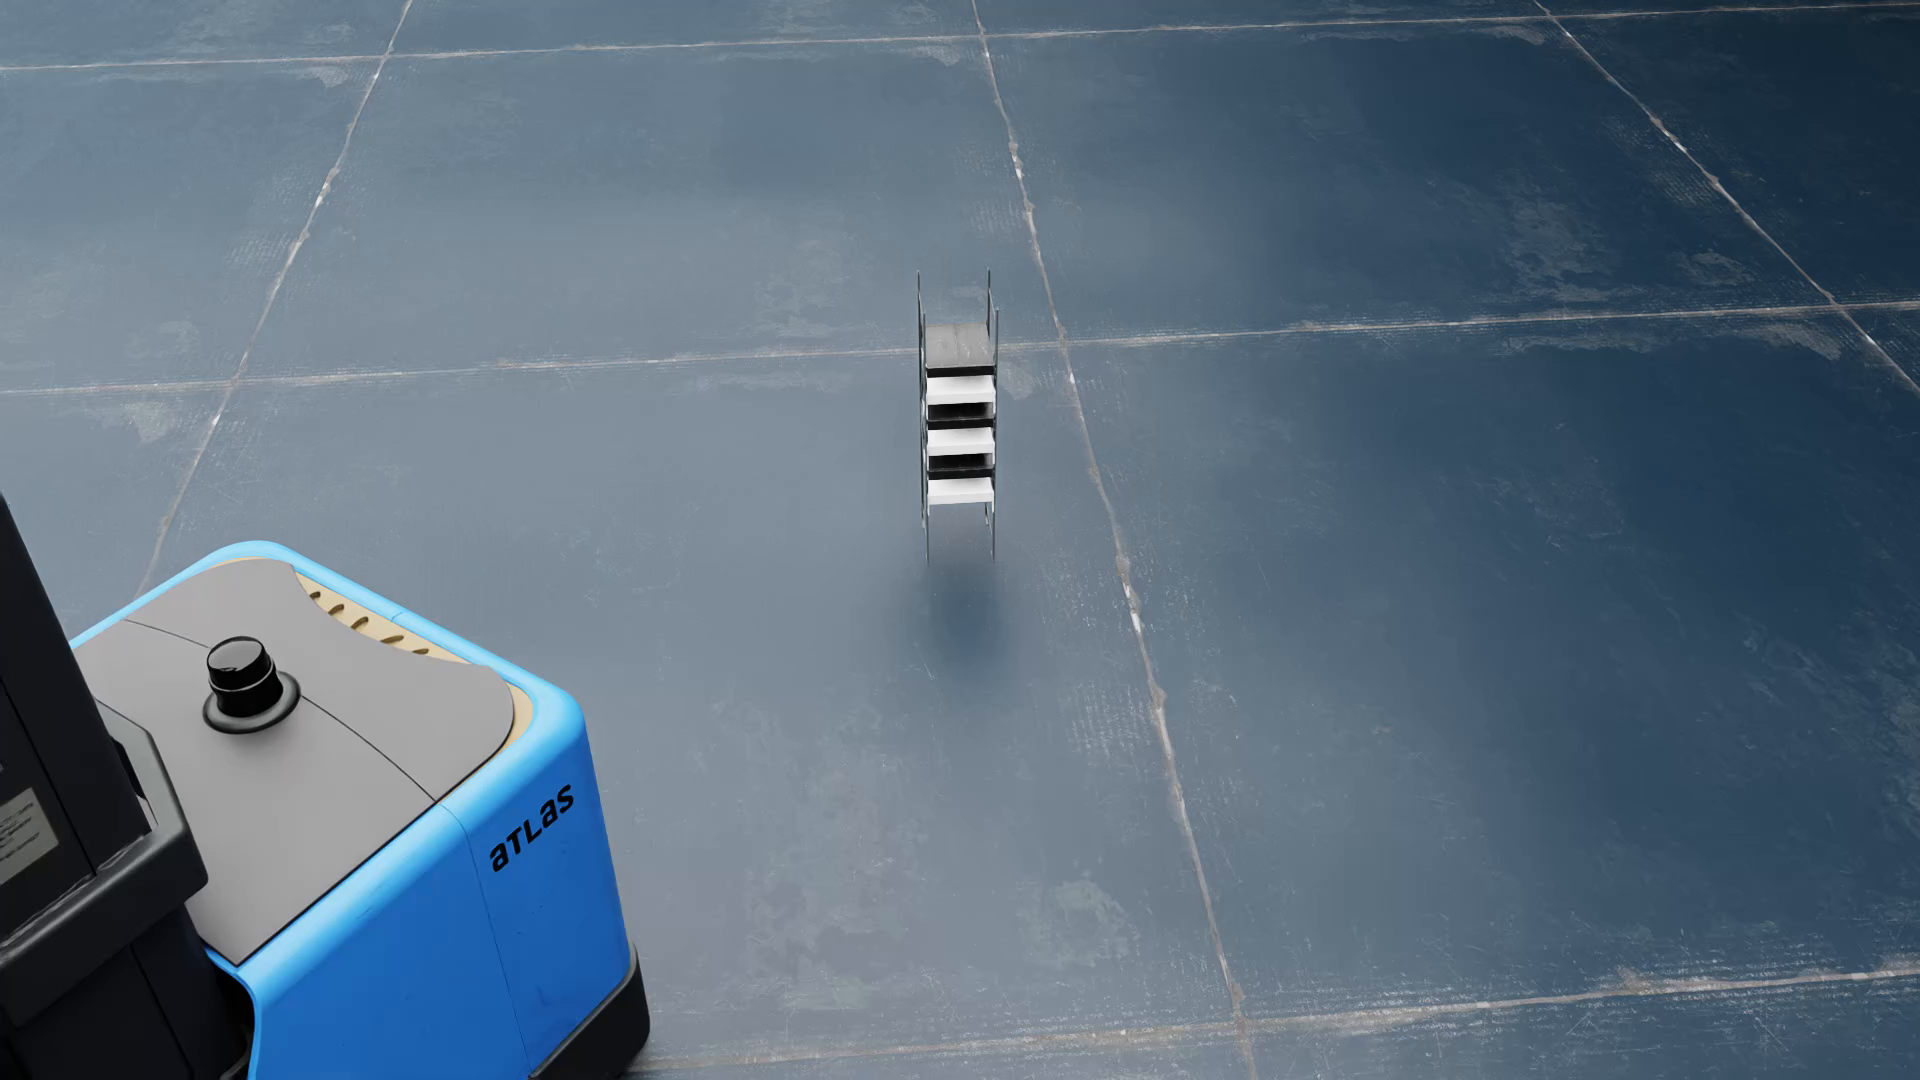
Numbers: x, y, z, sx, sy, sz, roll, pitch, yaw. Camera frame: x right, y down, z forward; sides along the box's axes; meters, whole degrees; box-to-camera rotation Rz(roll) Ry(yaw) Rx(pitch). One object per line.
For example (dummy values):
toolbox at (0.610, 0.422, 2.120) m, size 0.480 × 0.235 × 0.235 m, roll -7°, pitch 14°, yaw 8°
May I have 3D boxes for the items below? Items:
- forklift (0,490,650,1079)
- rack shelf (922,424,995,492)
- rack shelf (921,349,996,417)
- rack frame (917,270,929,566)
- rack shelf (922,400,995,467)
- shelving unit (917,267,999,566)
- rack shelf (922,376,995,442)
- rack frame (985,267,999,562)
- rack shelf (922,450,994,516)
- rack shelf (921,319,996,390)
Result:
forklift at (-1.924, 0.596, 2.128) m, size 1.130 × 2.935 × 3.031 m, roll 22°, pitch 43°, yaw 25°
rack shelf at (-0.008, -0.256, 5.047) m, size 0.200 × 0.077 × 0.258 m, roll -3°, pitch 38°, yaw -4°
rack shelf at (-0.008, -0.468, 4.880) m, size 0.200 × 0.077 × 0.258 m, roll -3°, pitch 38°, yaw -4°
rack frame at (-0.109, -0.347, 4.964) m, size 0.006 × 0.900 × 0.240 m, roll -3°, pitch 38°, yaw -4°
rack shelf at (-0.008, -0.327, 4.991) m, size 0.200 × 0.077 × 0.258 m, roll -3°, pitch 38°, yaw -4°
shelving unit at (-0.008, -0.353, 4.971) m, size 0.210 × 0.900 × 0.258 m, roll -3°, pitch 38°, yaw -4°
rack shelf at (-0.008, -0.397, 4.936) m, size 0.200 × 0.077 × 0.258 m, roll -3°, pitch 38°, yaw -4°
rack frame at (0.093, -0.358, 4.978) m, size 0.006 × 0.900 × 0.240 m, roll -3°, pitch 38°, yaw -4°
rack shelf at (-0.008, -0.185, 5.103) m, size 0.200 × 0.077 × 0.258 m, roll -3°, pitch 38°, yaw -4°
rack shelf at (-0.008, -0.539, 4.824) m, size 0.200 × 0.077 × 0.258 m, roll -3°, pitch 38°, yaw -4°
